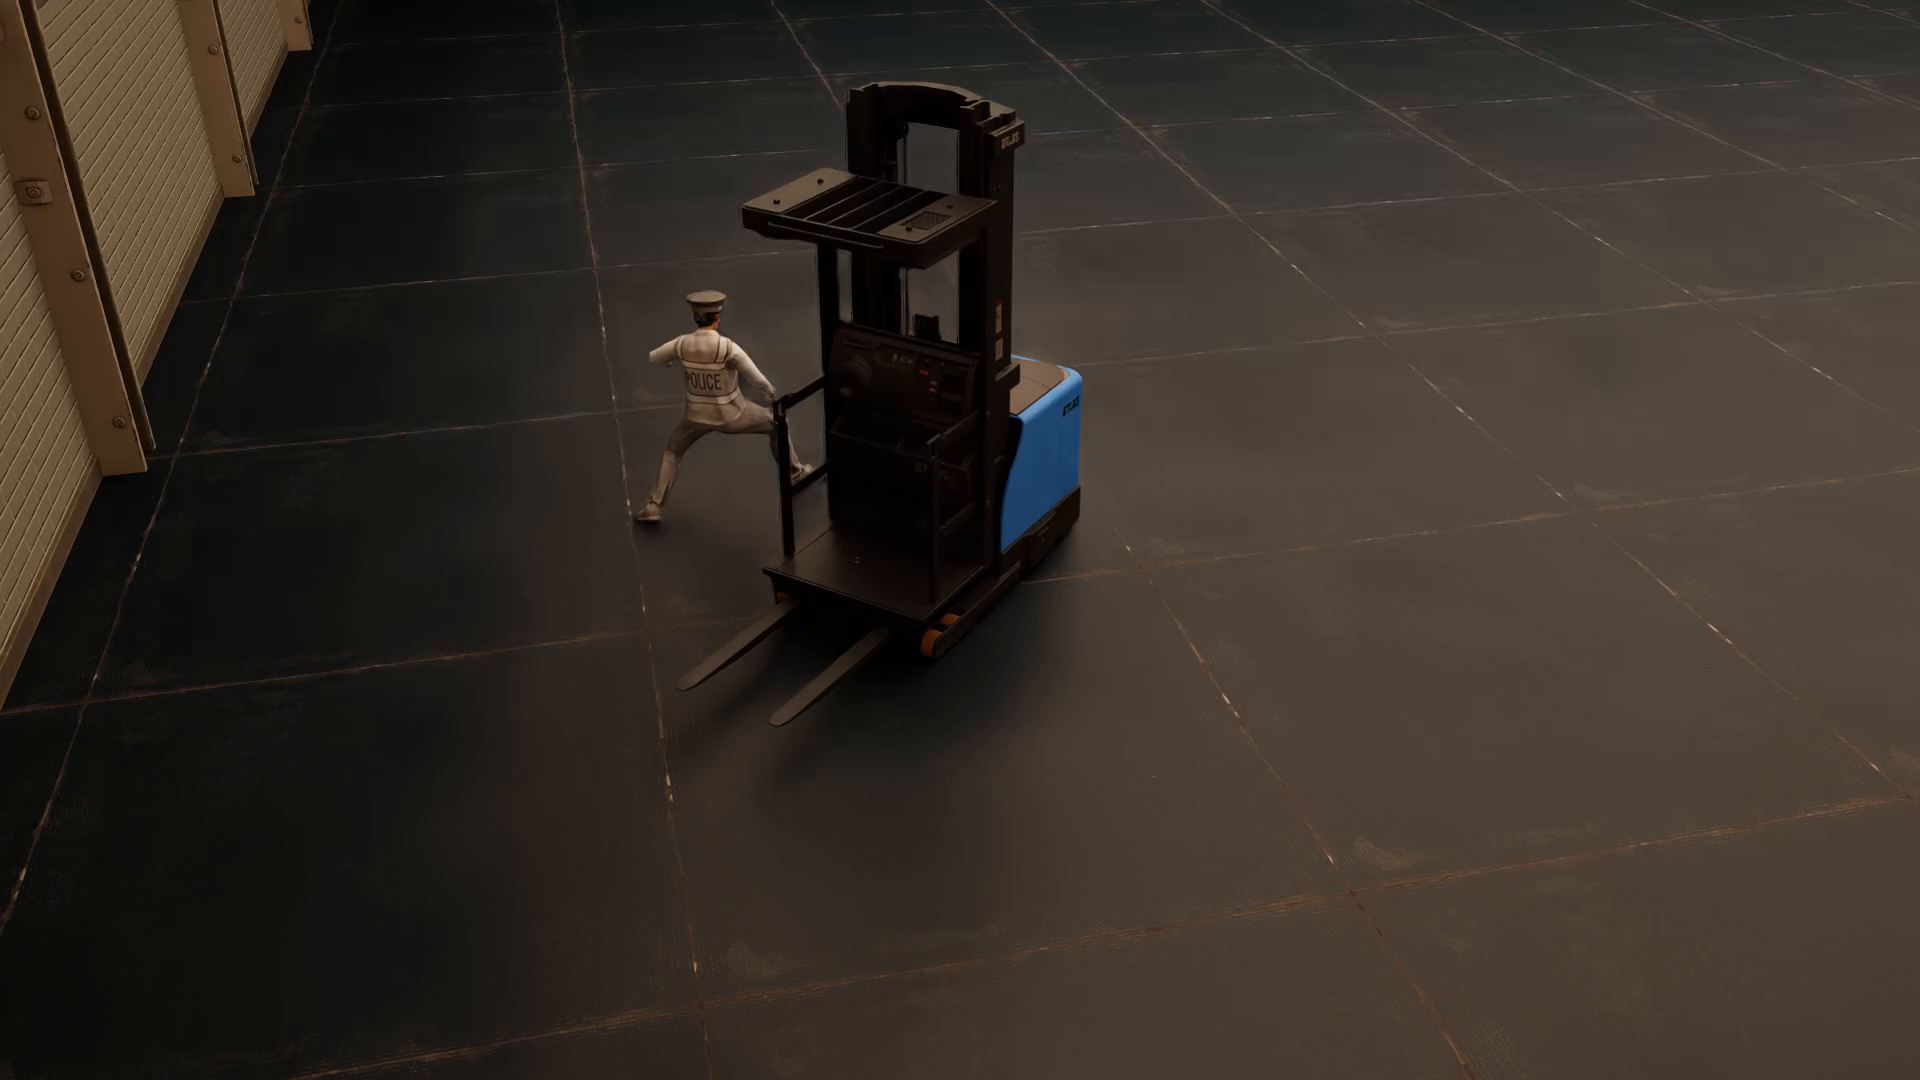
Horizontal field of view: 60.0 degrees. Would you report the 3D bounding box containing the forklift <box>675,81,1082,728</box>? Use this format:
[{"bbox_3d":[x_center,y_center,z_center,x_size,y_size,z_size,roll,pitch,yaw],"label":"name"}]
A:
[{"bbox_3d":[-0.429,-0.864,9.068,1.130,2.935,3.031,17,34,27],"label":"forklift"}]

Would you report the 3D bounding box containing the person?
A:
[{"bbox_3d":[-1.546,-0.888,10.596,0.978,1.521,0.946,7,31,12],"label":"person"}]
